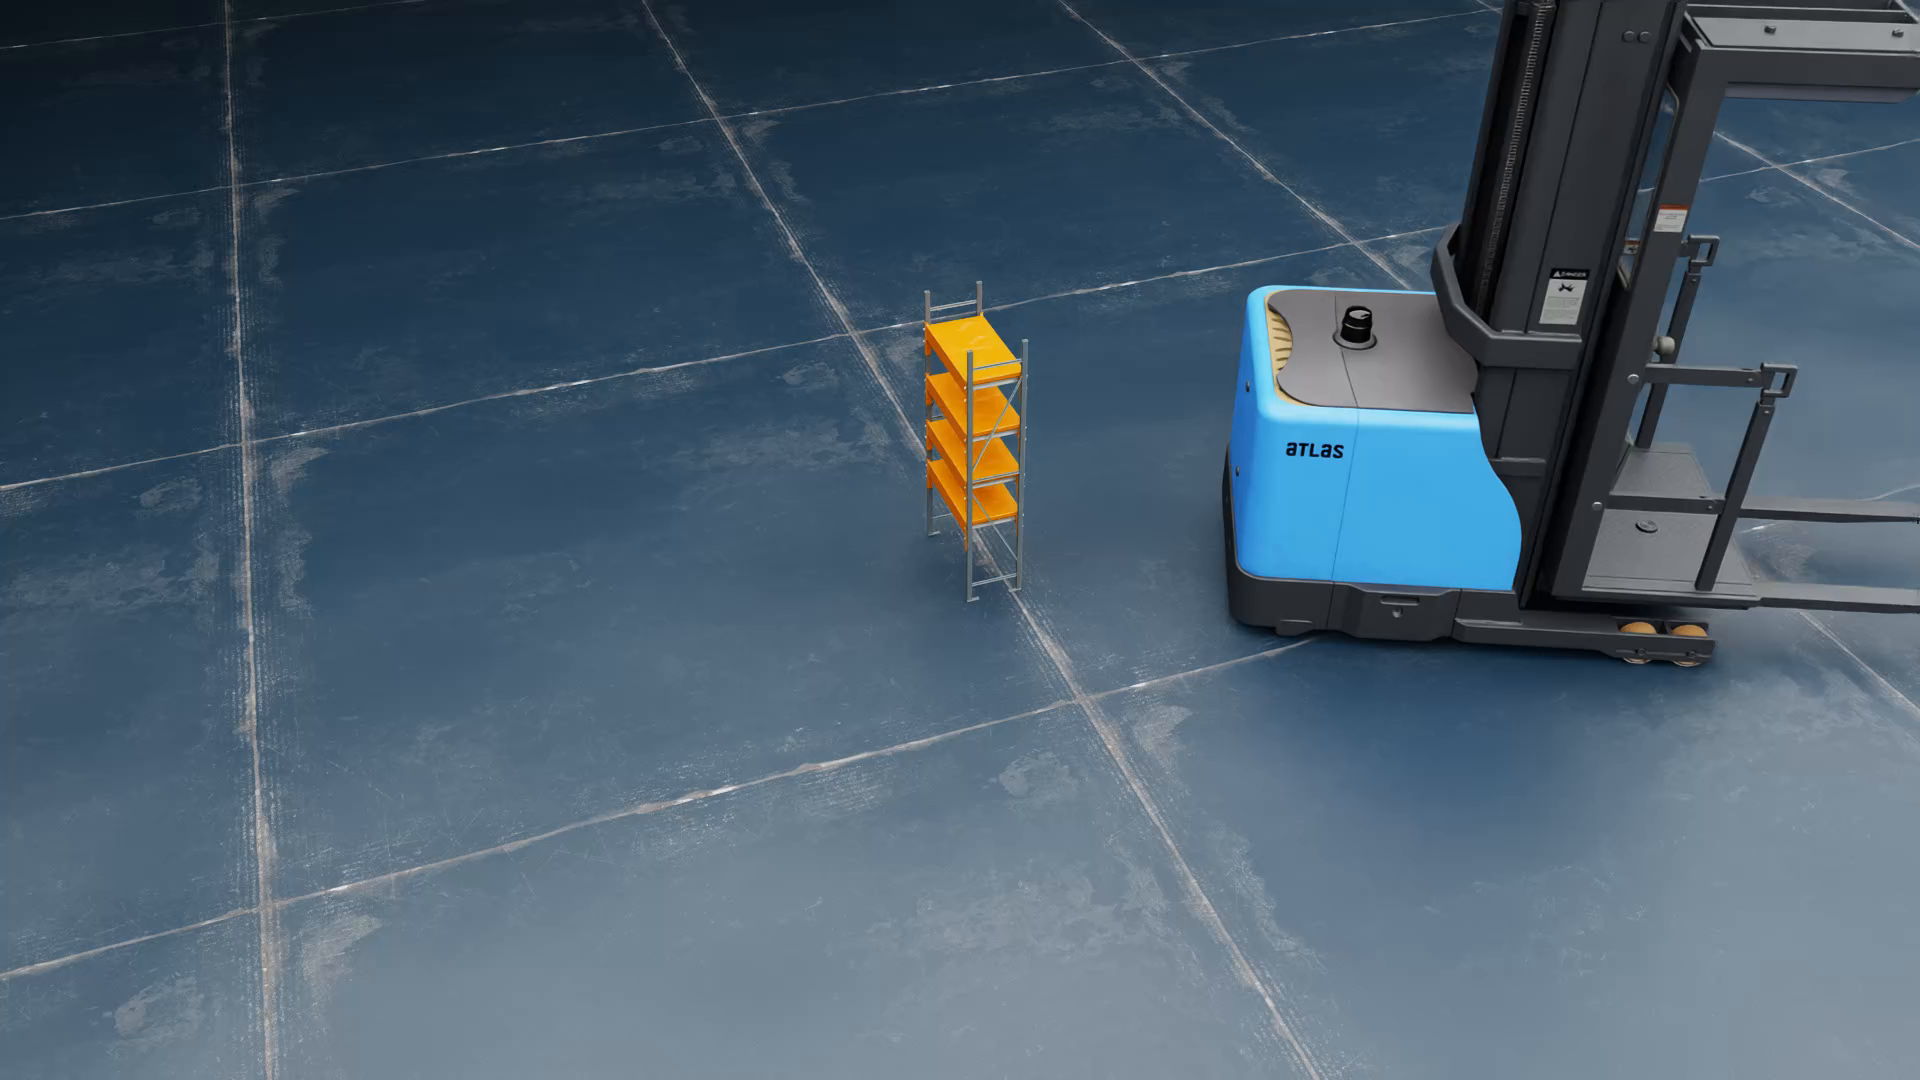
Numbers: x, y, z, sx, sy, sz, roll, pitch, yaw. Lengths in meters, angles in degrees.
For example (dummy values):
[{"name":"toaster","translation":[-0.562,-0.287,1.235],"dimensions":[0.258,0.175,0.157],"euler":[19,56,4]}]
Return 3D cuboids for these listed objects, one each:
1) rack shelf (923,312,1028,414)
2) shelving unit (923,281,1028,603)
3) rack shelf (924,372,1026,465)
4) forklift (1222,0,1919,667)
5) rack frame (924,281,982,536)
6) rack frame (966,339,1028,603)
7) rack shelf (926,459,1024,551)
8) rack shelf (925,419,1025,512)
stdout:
[{"name":"rack shelf","translation":[0.057,-0.700,6.528],"dimensions":[0.258,0.148,0.480],"euler":[-12,39,-16]},{"name":"shelving unit","translation":[0.057,-0.386,6.765],"dimensions":[0.258,1.200,0.503],"euler":[-12,39,-16]},{"name":"rack shelf","translation":[0.057,-0.511,6.671],"dimensions":[0.258,0.148,0.480],"euler":[-12,39,-16]},{"name":"forklift","translation":[2.641,-1.006,6.150],"dimensions":[3.031,2.935,1.130],"euler":[3,37,4]},{"name":"rack frame","translation":[-0.027,-0.524,6.948],"dimensions":[0.240,1.200,0.015],"euler":[-12,39,-16]},{"name":"rack frame","translation":[0.141,-0.248,6.582],"dimensions":[0.240,1.200,0.015],"euler":[-12,39,-16]},{"name":"rack shelf","translation":[0.057,-0.173,6.925],"dimensions":[0.258,0.148,0.480],"euler":[-12,39,-16]},{"name":"rack shelf","translation":[0.057,-0.332,6.805],"dimensions":[0.258,0.148,0.480],"euler":[-12,39,-16]}]
